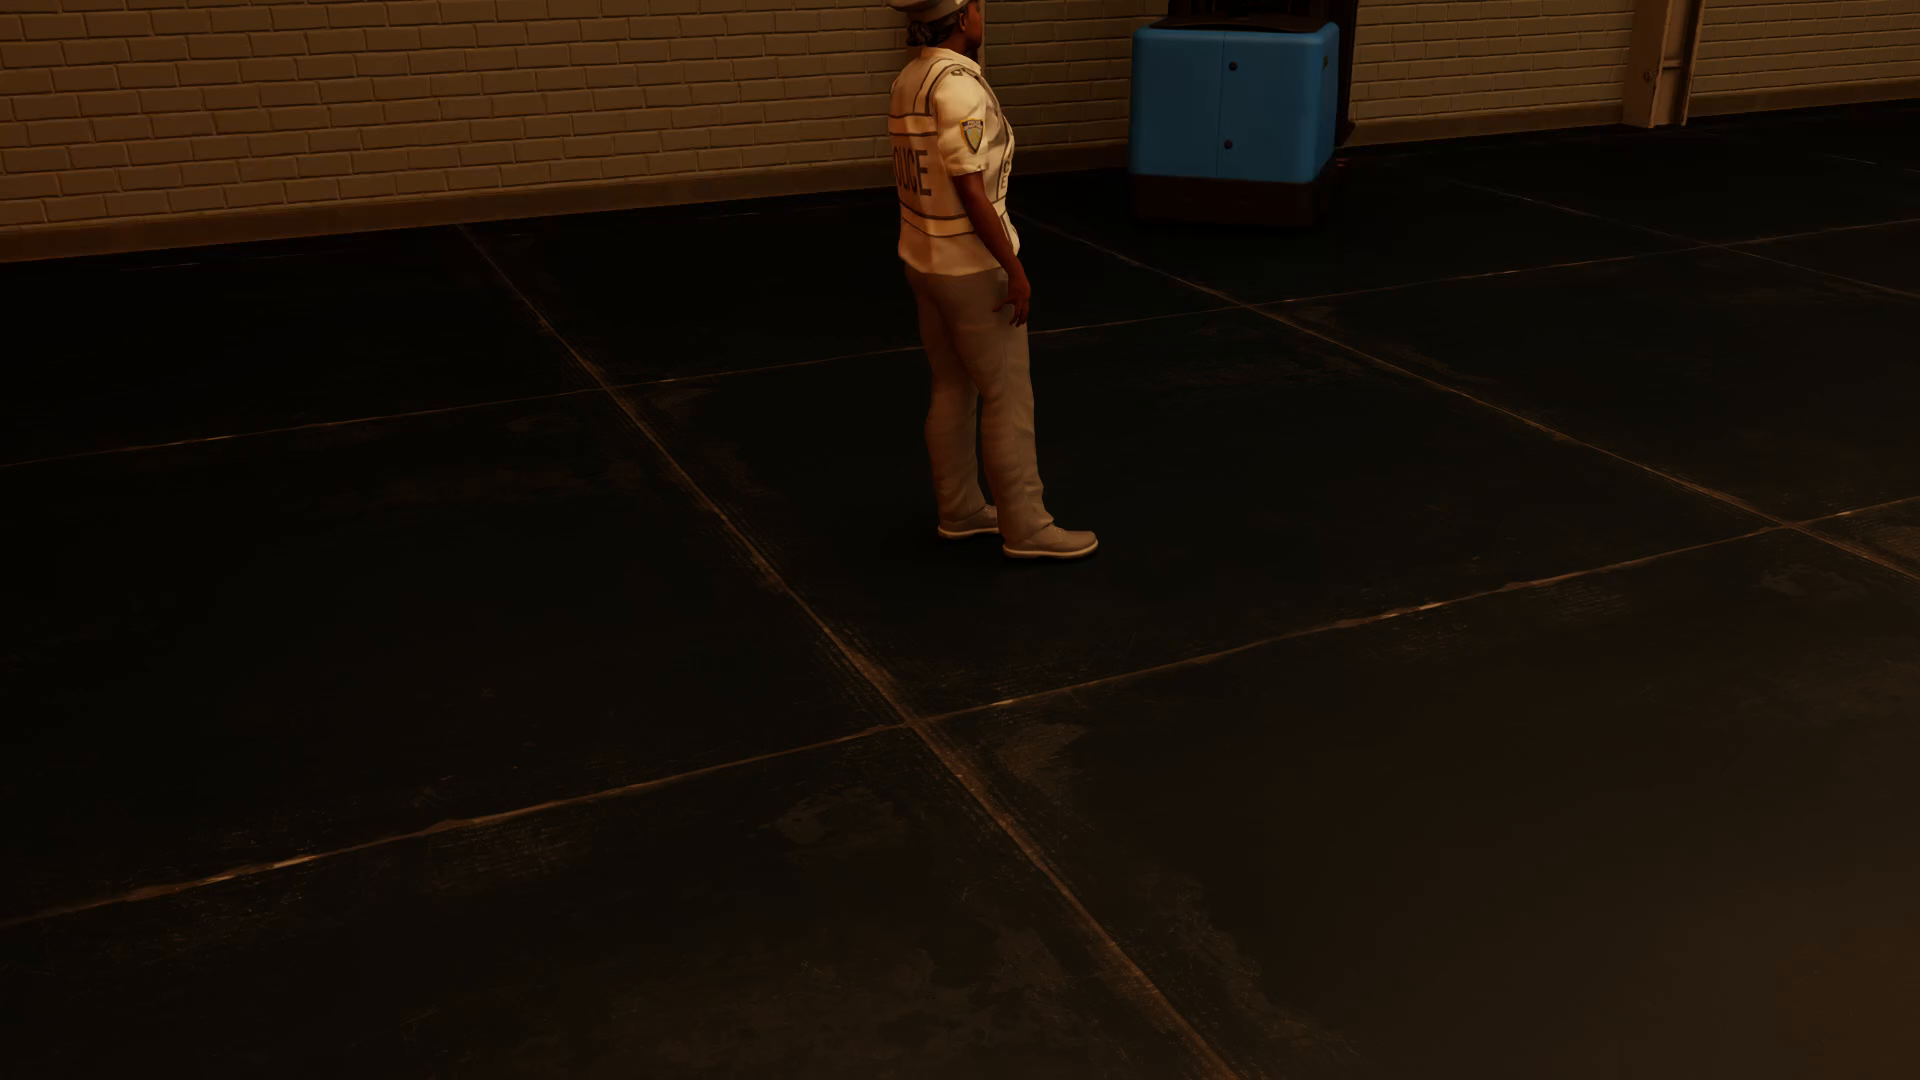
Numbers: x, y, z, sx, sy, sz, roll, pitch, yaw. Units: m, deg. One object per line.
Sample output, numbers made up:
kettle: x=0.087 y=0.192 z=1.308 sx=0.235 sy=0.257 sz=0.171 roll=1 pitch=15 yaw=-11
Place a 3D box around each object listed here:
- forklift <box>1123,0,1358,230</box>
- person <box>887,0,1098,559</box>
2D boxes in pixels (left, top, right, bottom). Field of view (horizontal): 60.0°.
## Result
forklift: x=1.850 y=-3.571 z=9.882 sx=1.130 sy=2.935 sz=3.031 roll=7 pitch=24 yaw=17
person: x=0.076 y=-0.794 z=4.791 sx=0.530 sy=1.694 sz=0.569 roll=-10 pitch=25 yaw=-23
